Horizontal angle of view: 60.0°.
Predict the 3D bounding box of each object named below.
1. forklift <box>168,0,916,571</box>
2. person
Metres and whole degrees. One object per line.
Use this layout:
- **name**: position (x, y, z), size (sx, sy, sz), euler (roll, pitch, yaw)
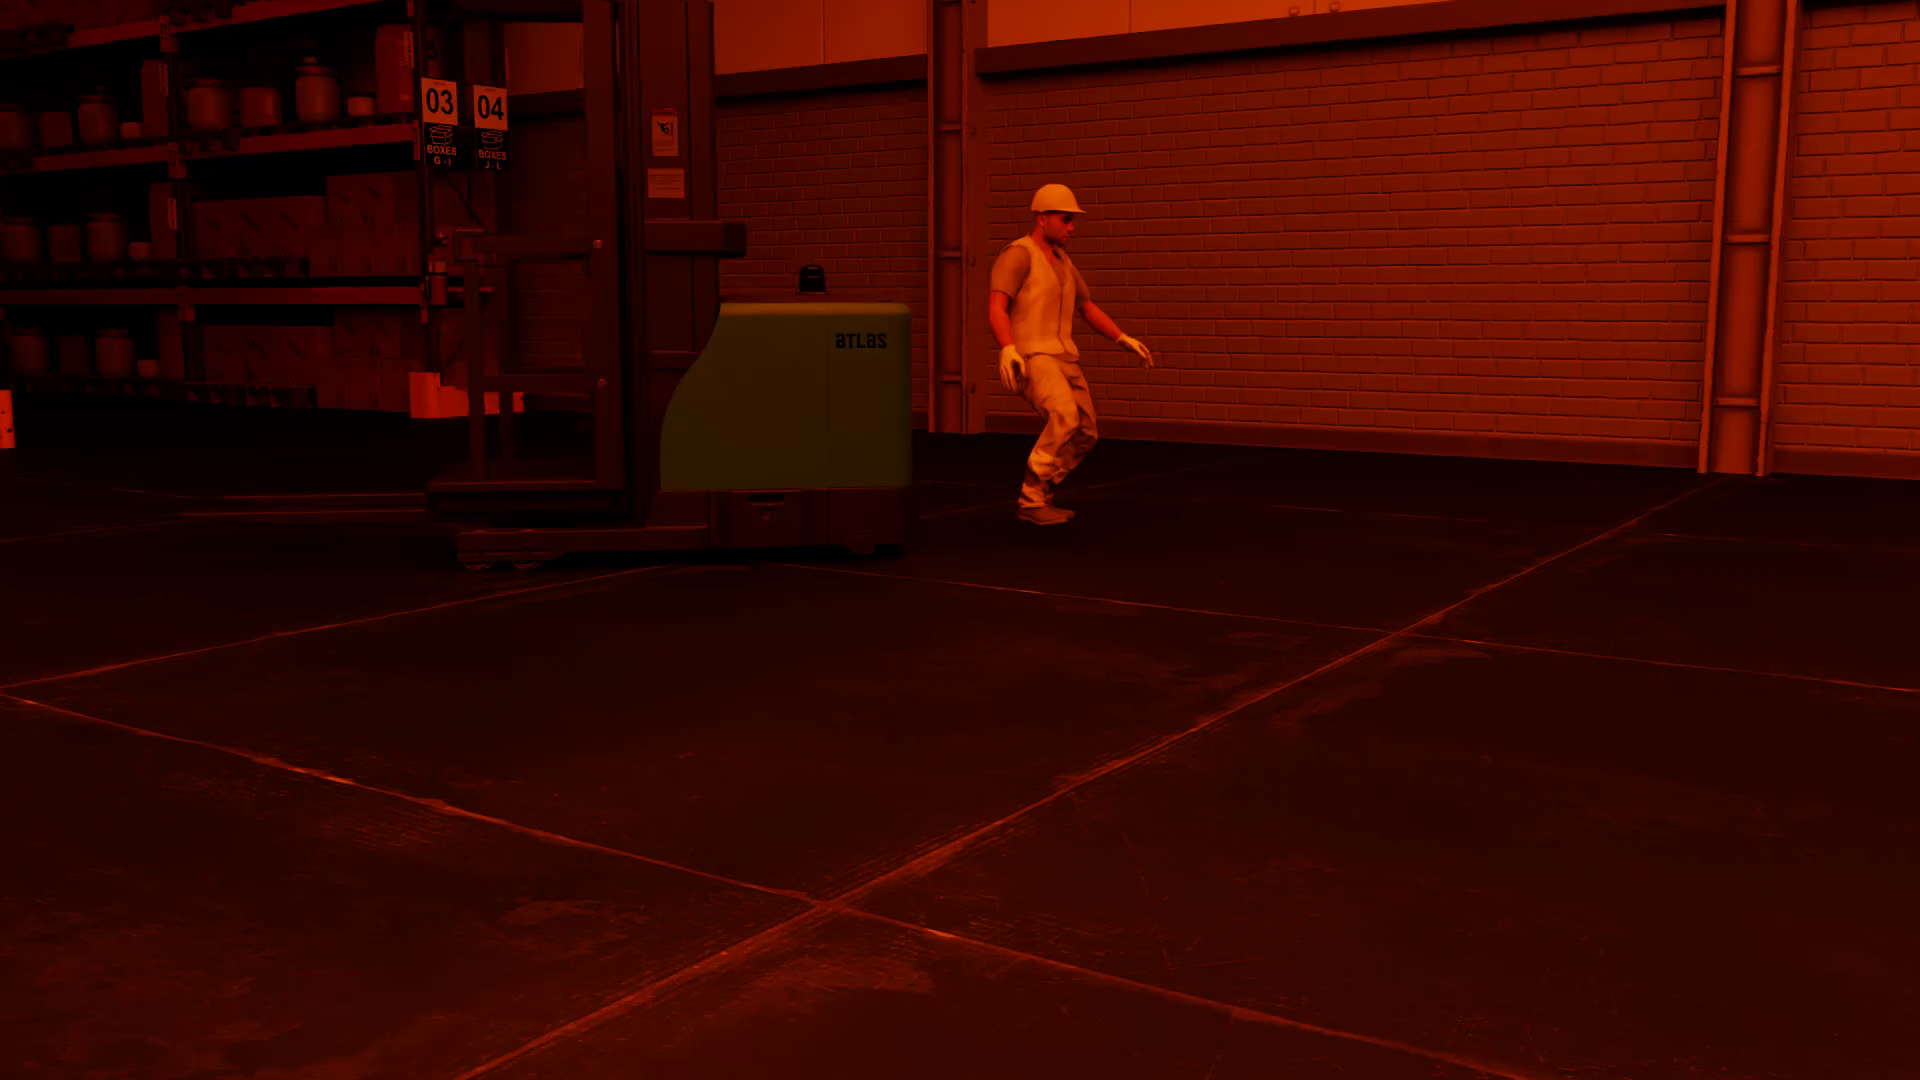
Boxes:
- **forklift**: position (-1.751, -1.406, 7.080), size (3.031, 2.935, 1.130), euler (-1, 8, -9)
- **person**: position (0.456, -0.867, 7.977), size (0.711, 1.647, 0.979), euler (6, 10, 38)
